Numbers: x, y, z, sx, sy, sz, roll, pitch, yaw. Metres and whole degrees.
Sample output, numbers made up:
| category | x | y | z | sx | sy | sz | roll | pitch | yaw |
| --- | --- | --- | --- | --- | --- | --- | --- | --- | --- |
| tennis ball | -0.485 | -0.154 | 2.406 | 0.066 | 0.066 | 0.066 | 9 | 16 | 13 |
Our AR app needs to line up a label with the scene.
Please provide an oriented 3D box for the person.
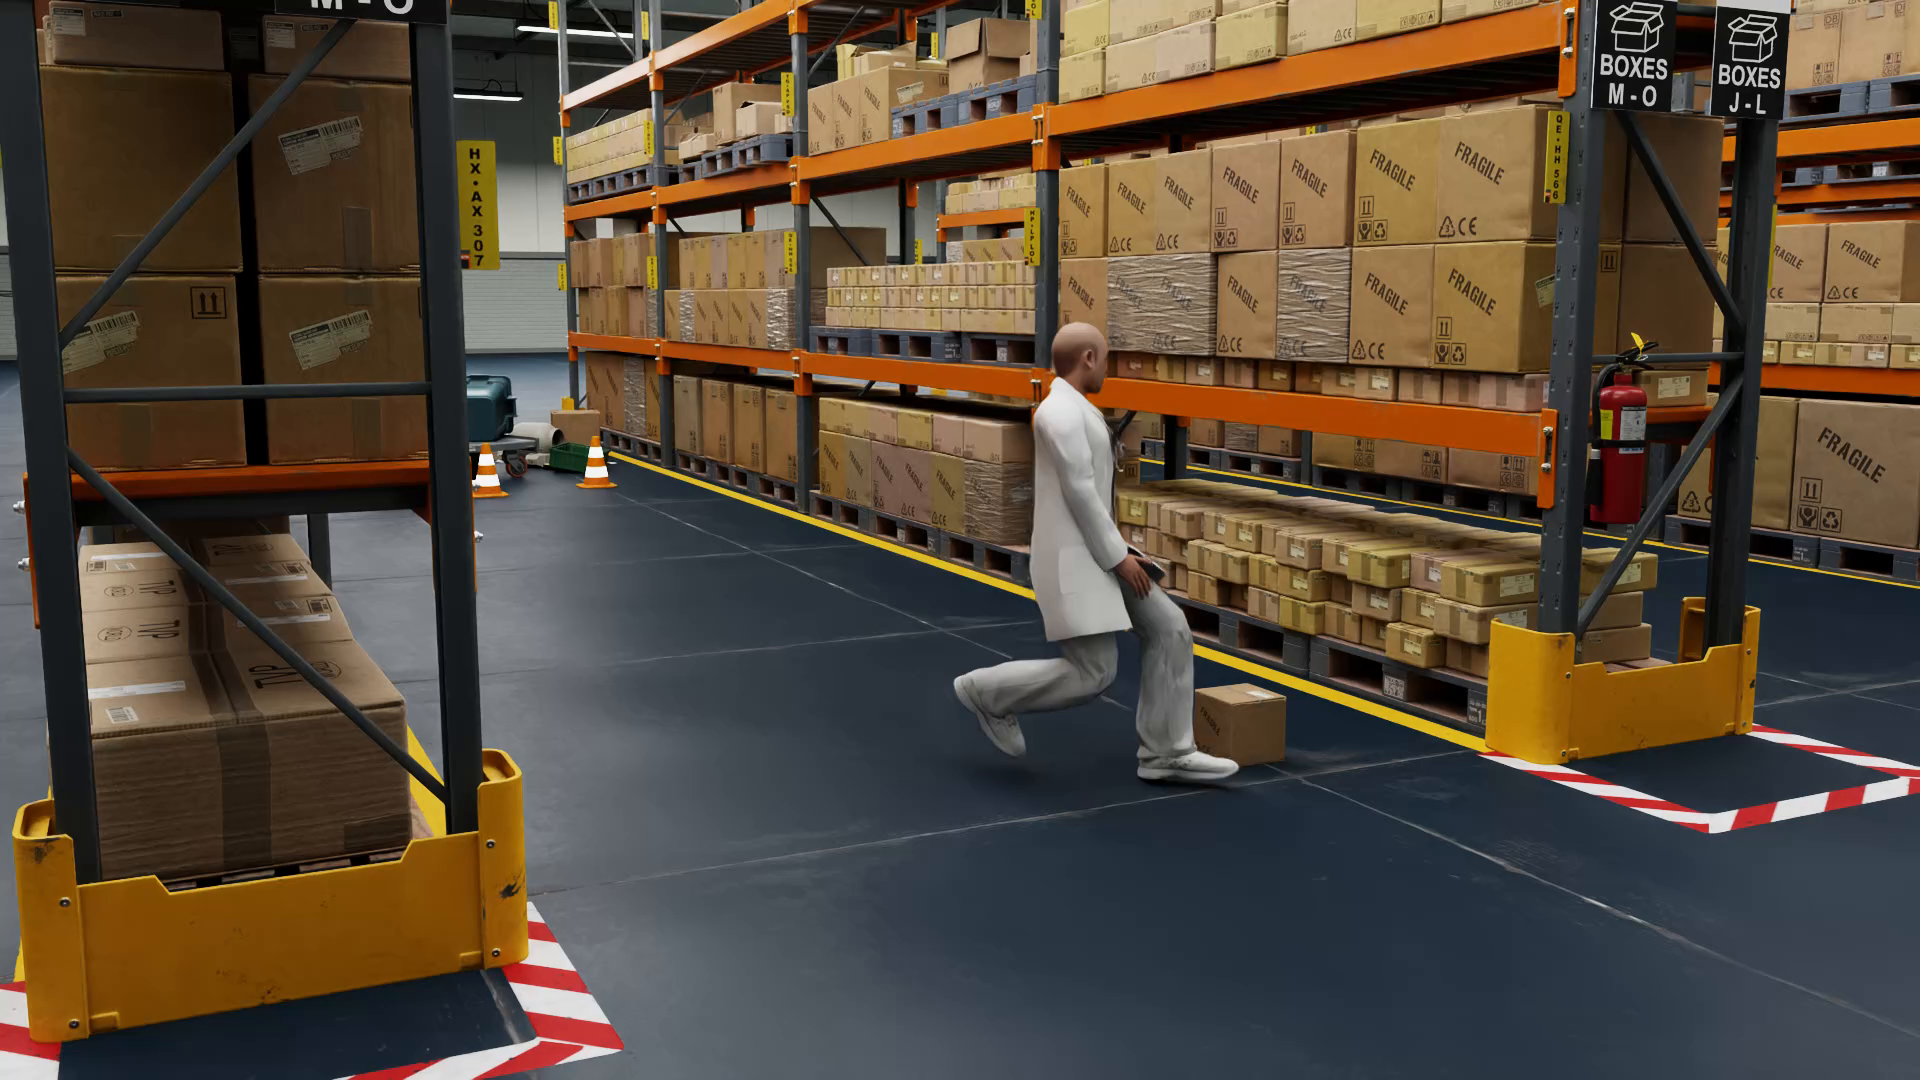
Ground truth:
| category | x | y | z | sx | sy | sz | roll | pitch | yaw |
| --- | --- | --- | --- | --- | --- | --- | --- | --- | --- |
| person | 2.934 | -1.151 | 14.125 | 1.042 | 1.636 | 17.732 | 2 | 9 | 16 |
